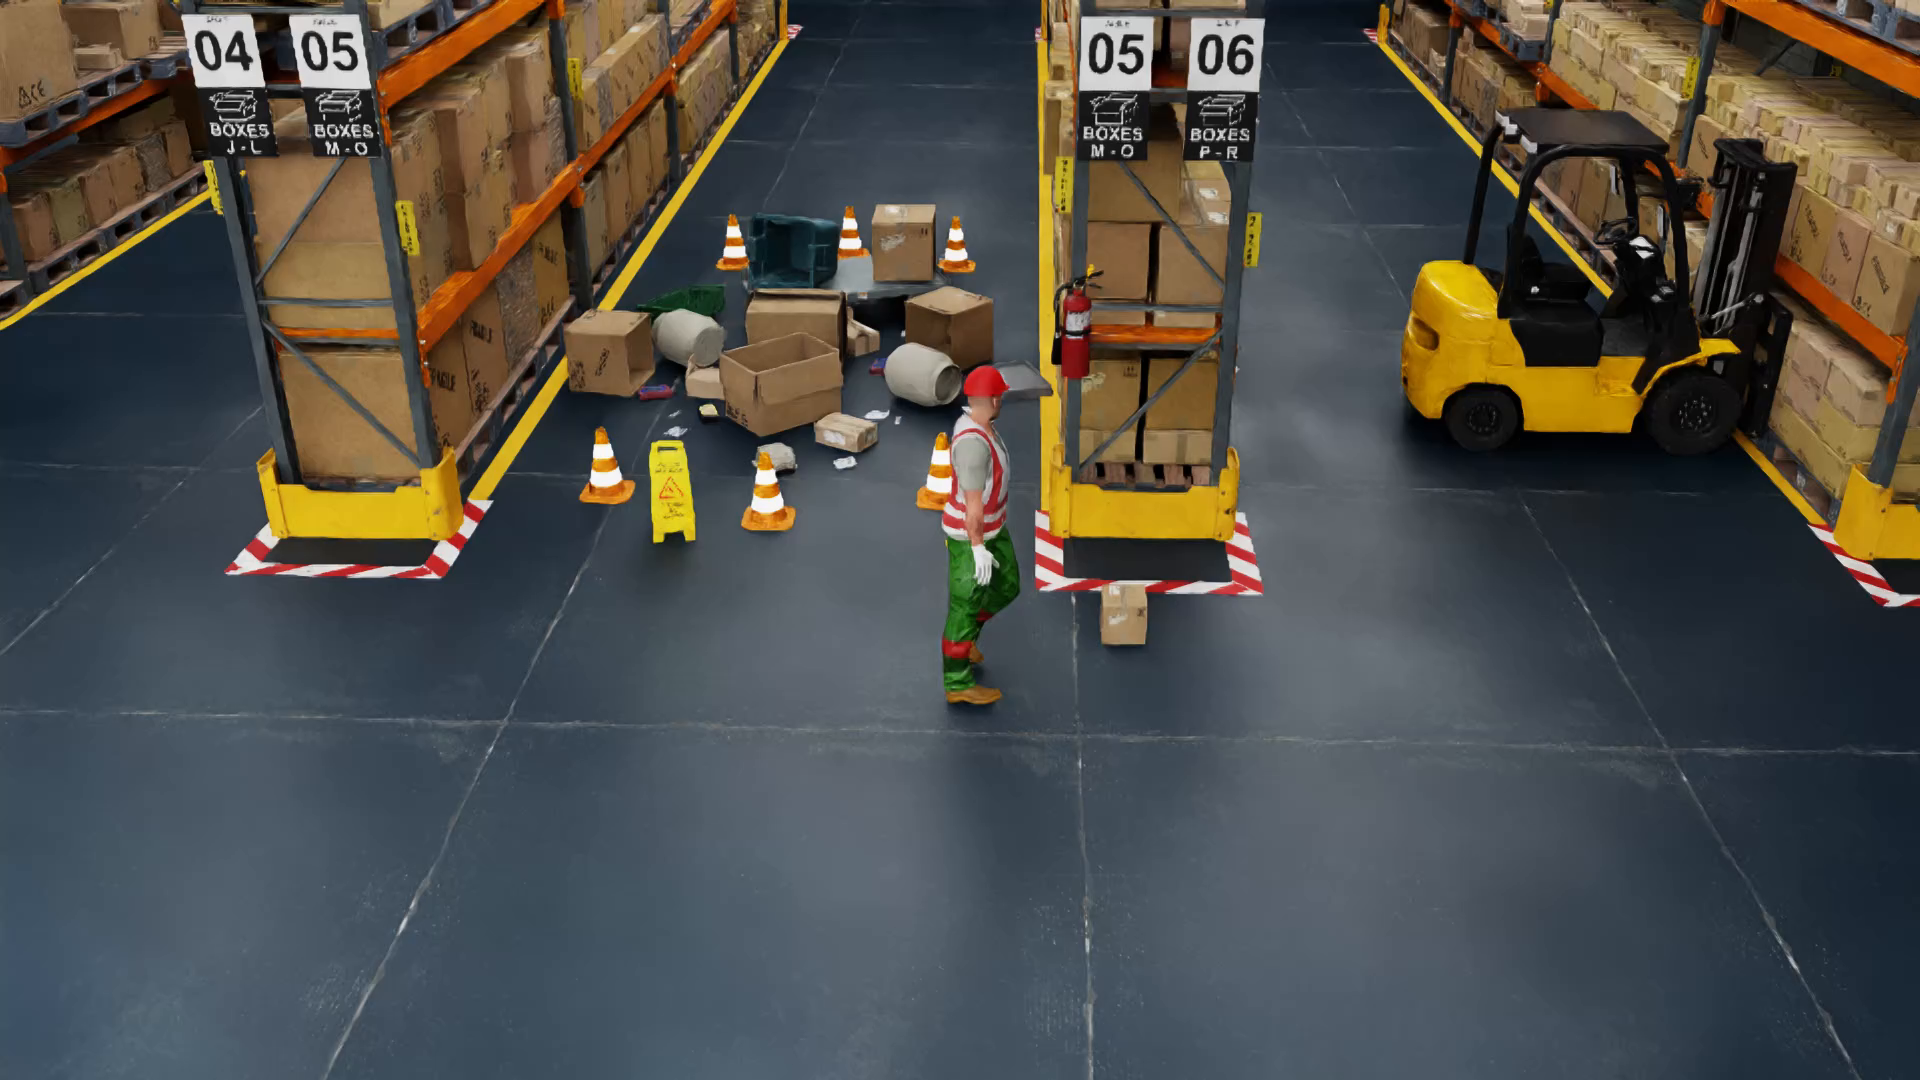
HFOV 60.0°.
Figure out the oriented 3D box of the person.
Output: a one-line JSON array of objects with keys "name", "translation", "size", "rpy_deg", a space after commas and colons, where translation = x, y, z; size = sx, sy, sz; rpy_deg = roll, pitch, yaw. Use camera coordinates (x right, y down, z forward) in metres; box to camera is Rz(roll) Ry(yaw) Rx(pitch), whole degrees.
[{"name": "person", "translation": [0.101, -0.037, 8.674], "size": [0.401, 1.762, 0.645], "rpy_deg": [7, 29, 13]}]
